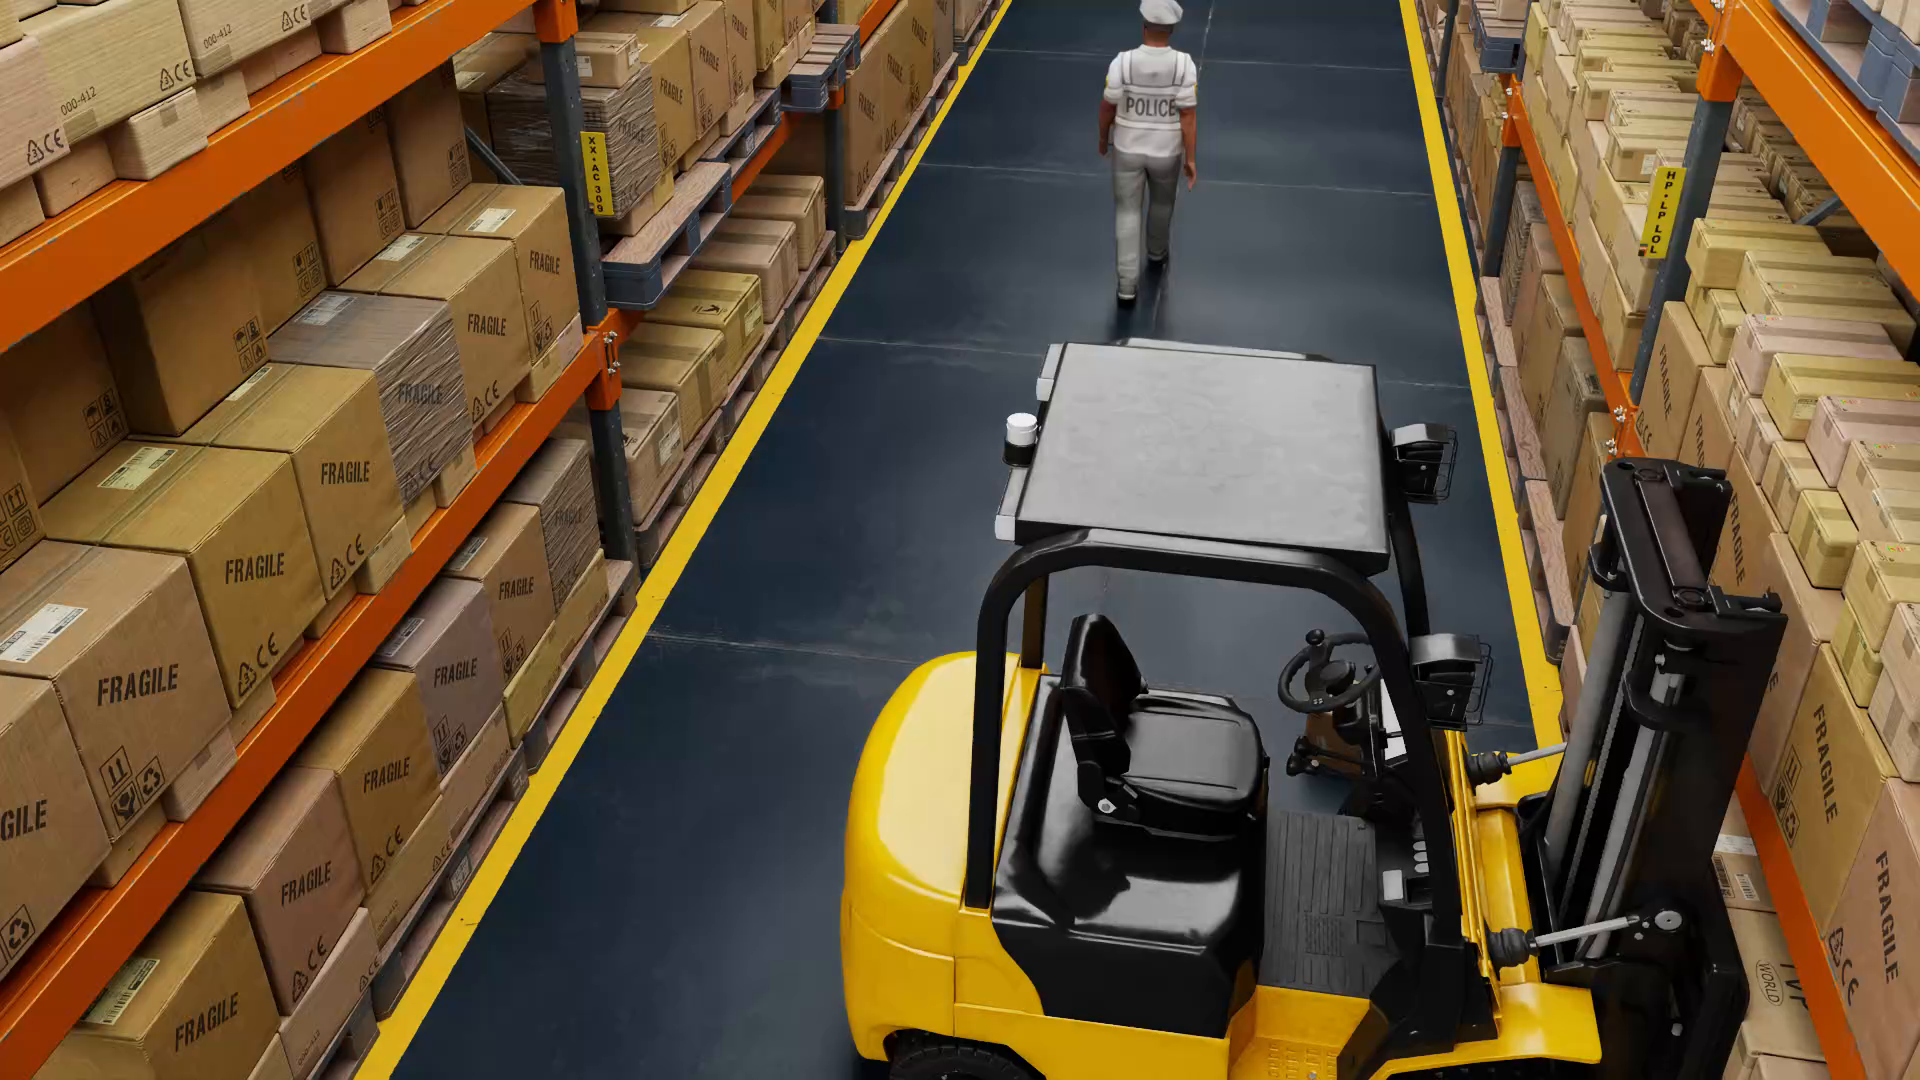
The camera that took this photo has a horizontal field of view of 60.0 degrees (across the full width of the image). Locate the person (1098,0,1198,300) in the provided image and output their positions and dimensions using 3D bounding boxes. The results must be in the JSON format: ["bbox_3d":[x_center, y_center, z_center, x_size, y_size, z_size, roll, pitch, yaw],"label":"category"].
[{"bbox_3d":[1.107,-2.388,9.885,0.576,1.718,0.989,1,32,2],"label":"person"}]
